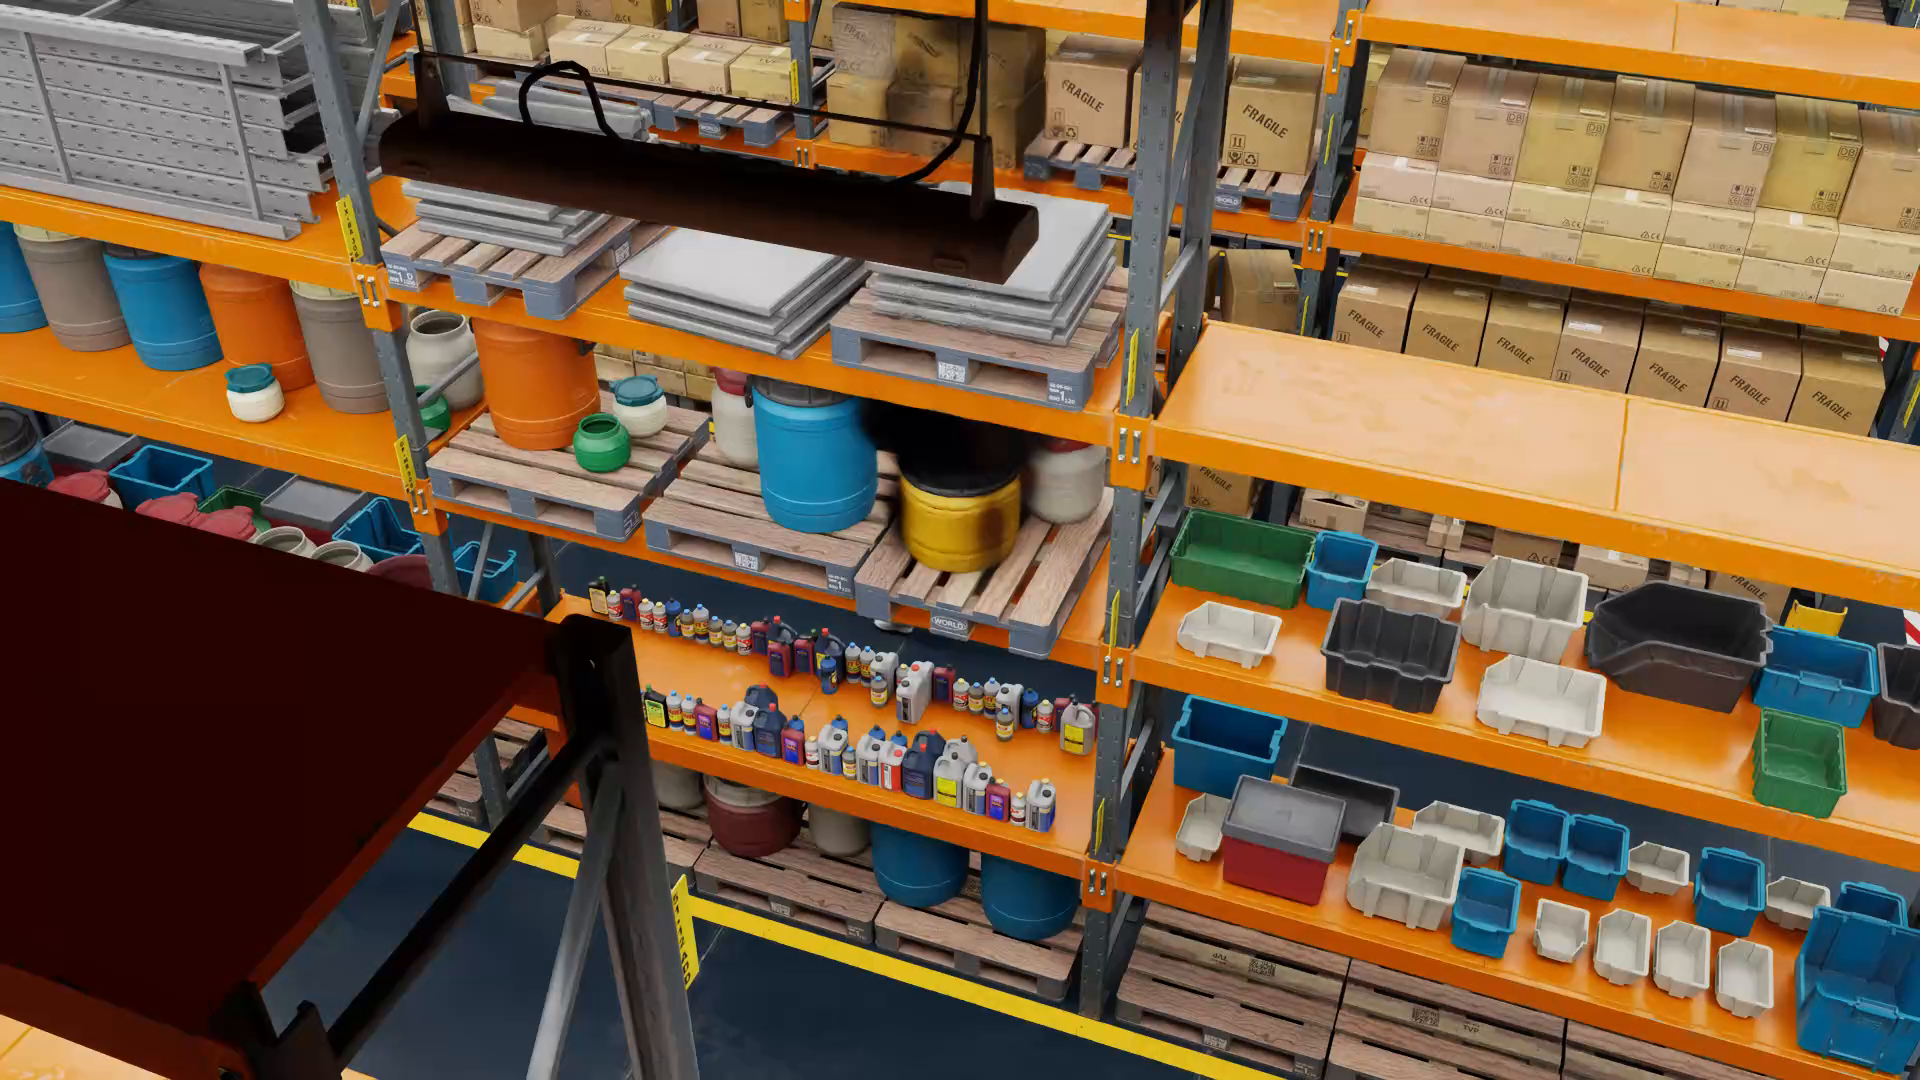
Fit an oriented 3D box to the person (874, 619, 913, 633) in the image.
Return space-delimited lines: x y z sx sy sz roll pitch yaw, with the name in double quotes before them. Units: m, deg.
"person" -0.281 0.037 11.972 0.758 1.628 0.573 8 37 11
